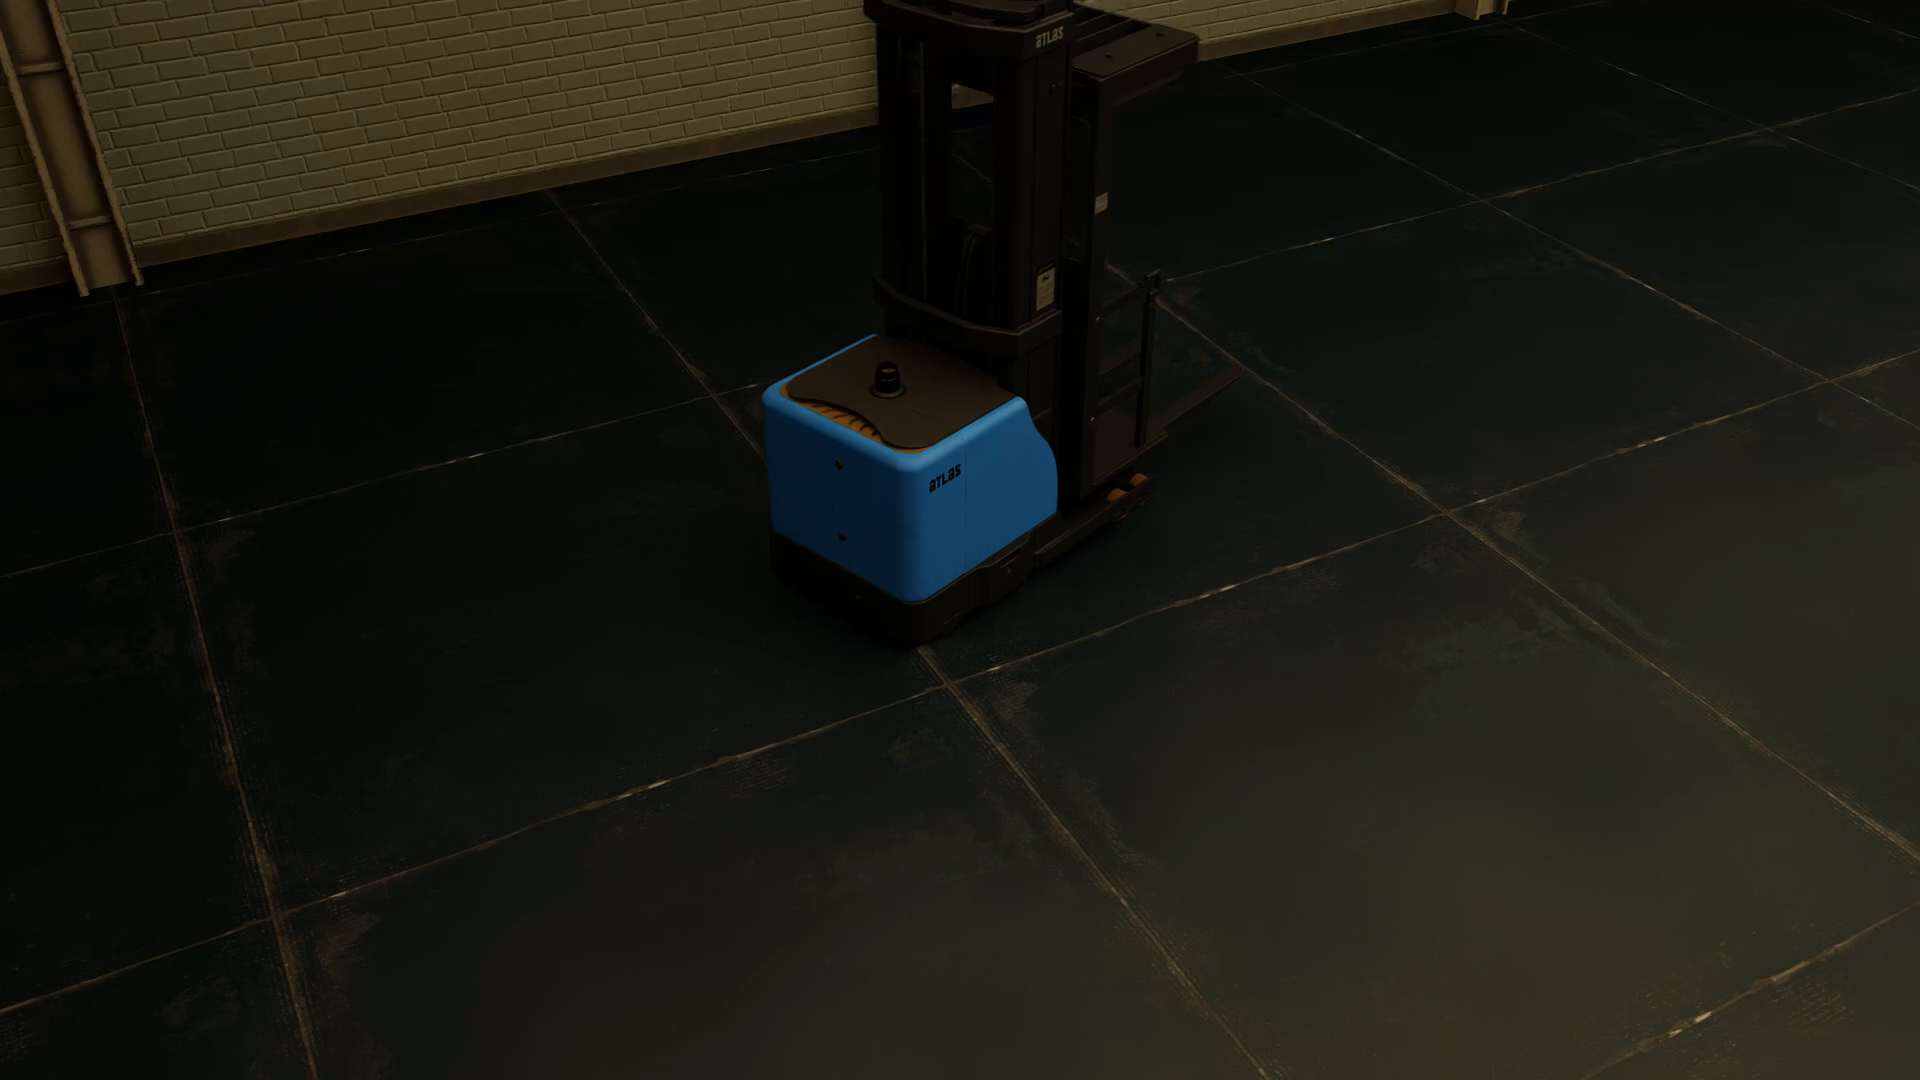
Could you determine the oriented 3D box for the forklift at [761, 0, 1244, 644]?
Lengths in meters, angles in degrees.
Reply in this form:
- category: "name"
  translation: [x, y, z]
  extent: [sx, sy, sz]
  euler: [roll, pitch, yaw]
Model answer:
- category: "forklift"
  translation: [0.401, -1.476, 8.211]
  extent: [1.130, 2.935, 3.031]
  euler: [27, 43, 33]
